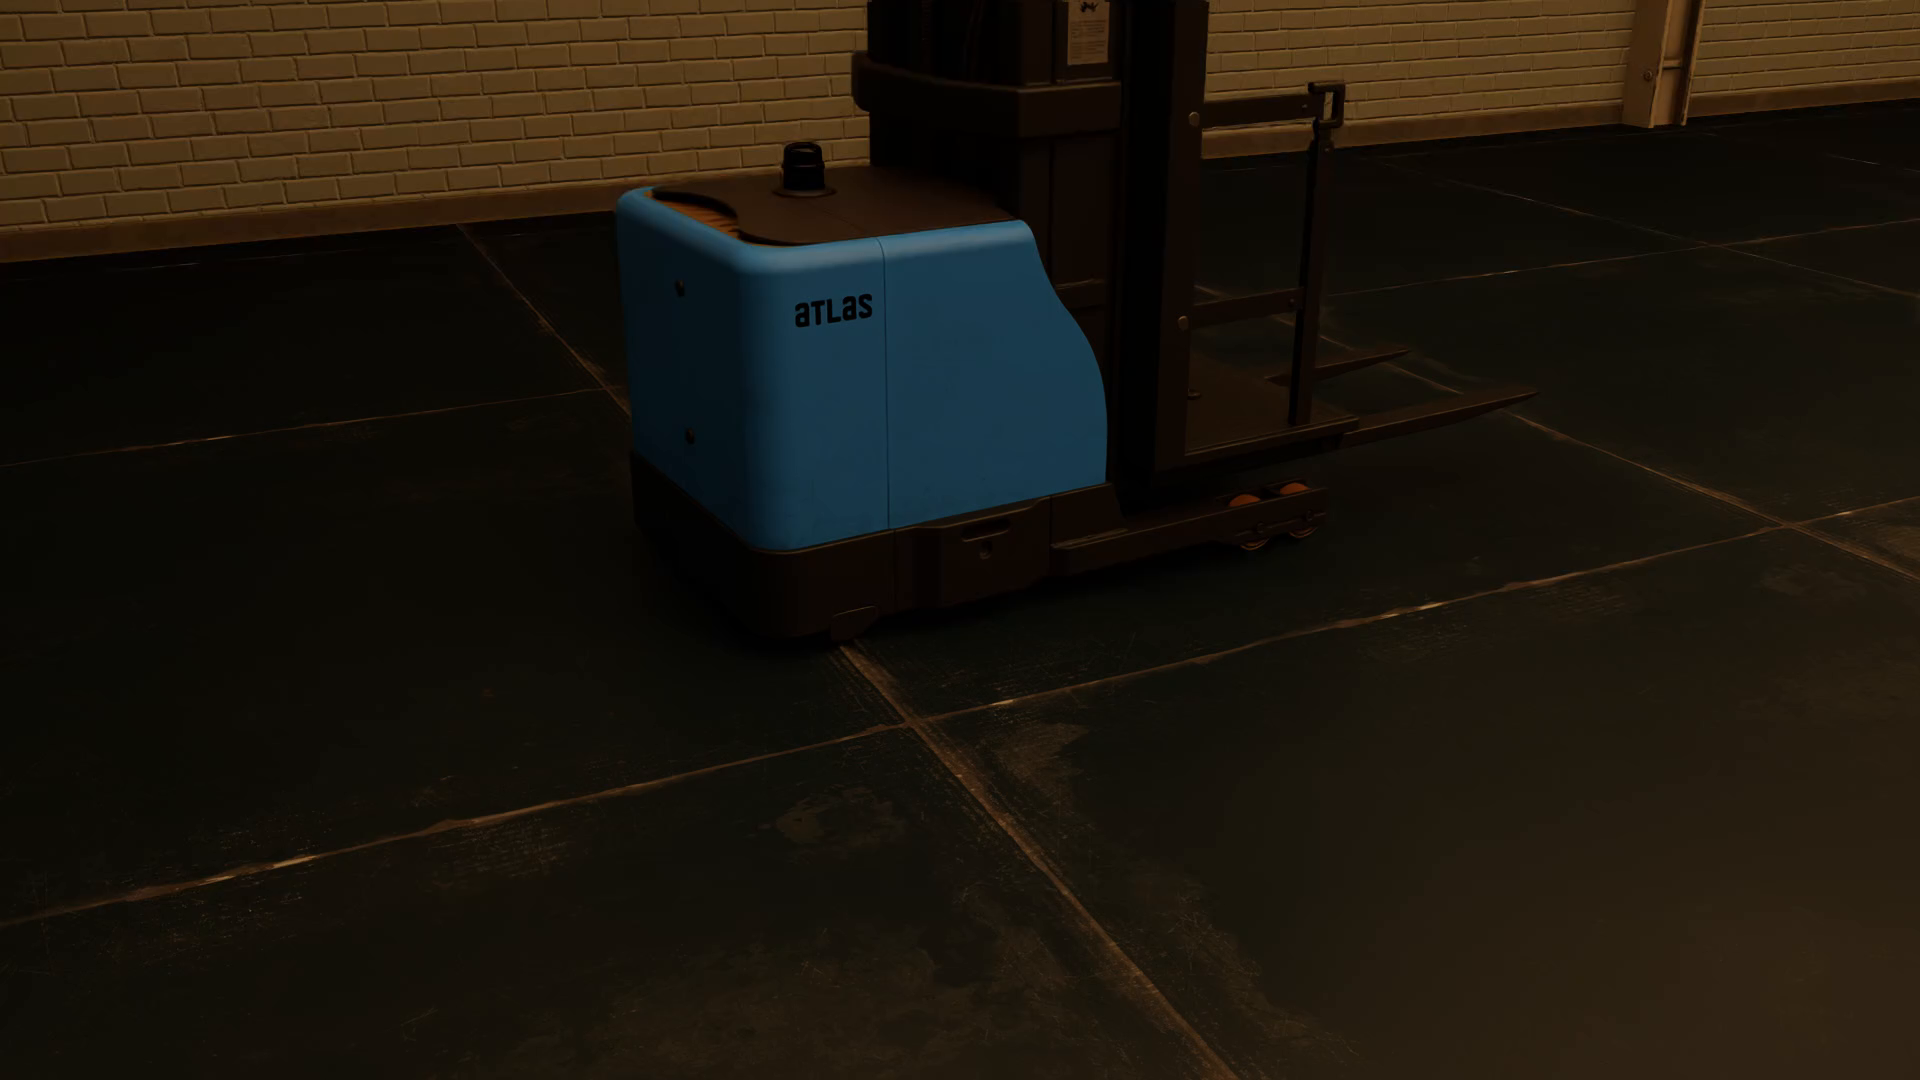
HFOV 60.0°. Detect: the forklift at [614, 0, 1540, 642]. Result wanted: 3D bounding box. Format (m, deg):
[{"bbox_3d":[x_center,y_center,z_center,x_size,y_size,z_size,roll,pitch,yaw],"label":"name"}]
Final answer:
[{"bbox_3d":[0.543,-1.484,4.857,3.031,2.935,1.130,-13,26,-28],"label":"forklift"}]
